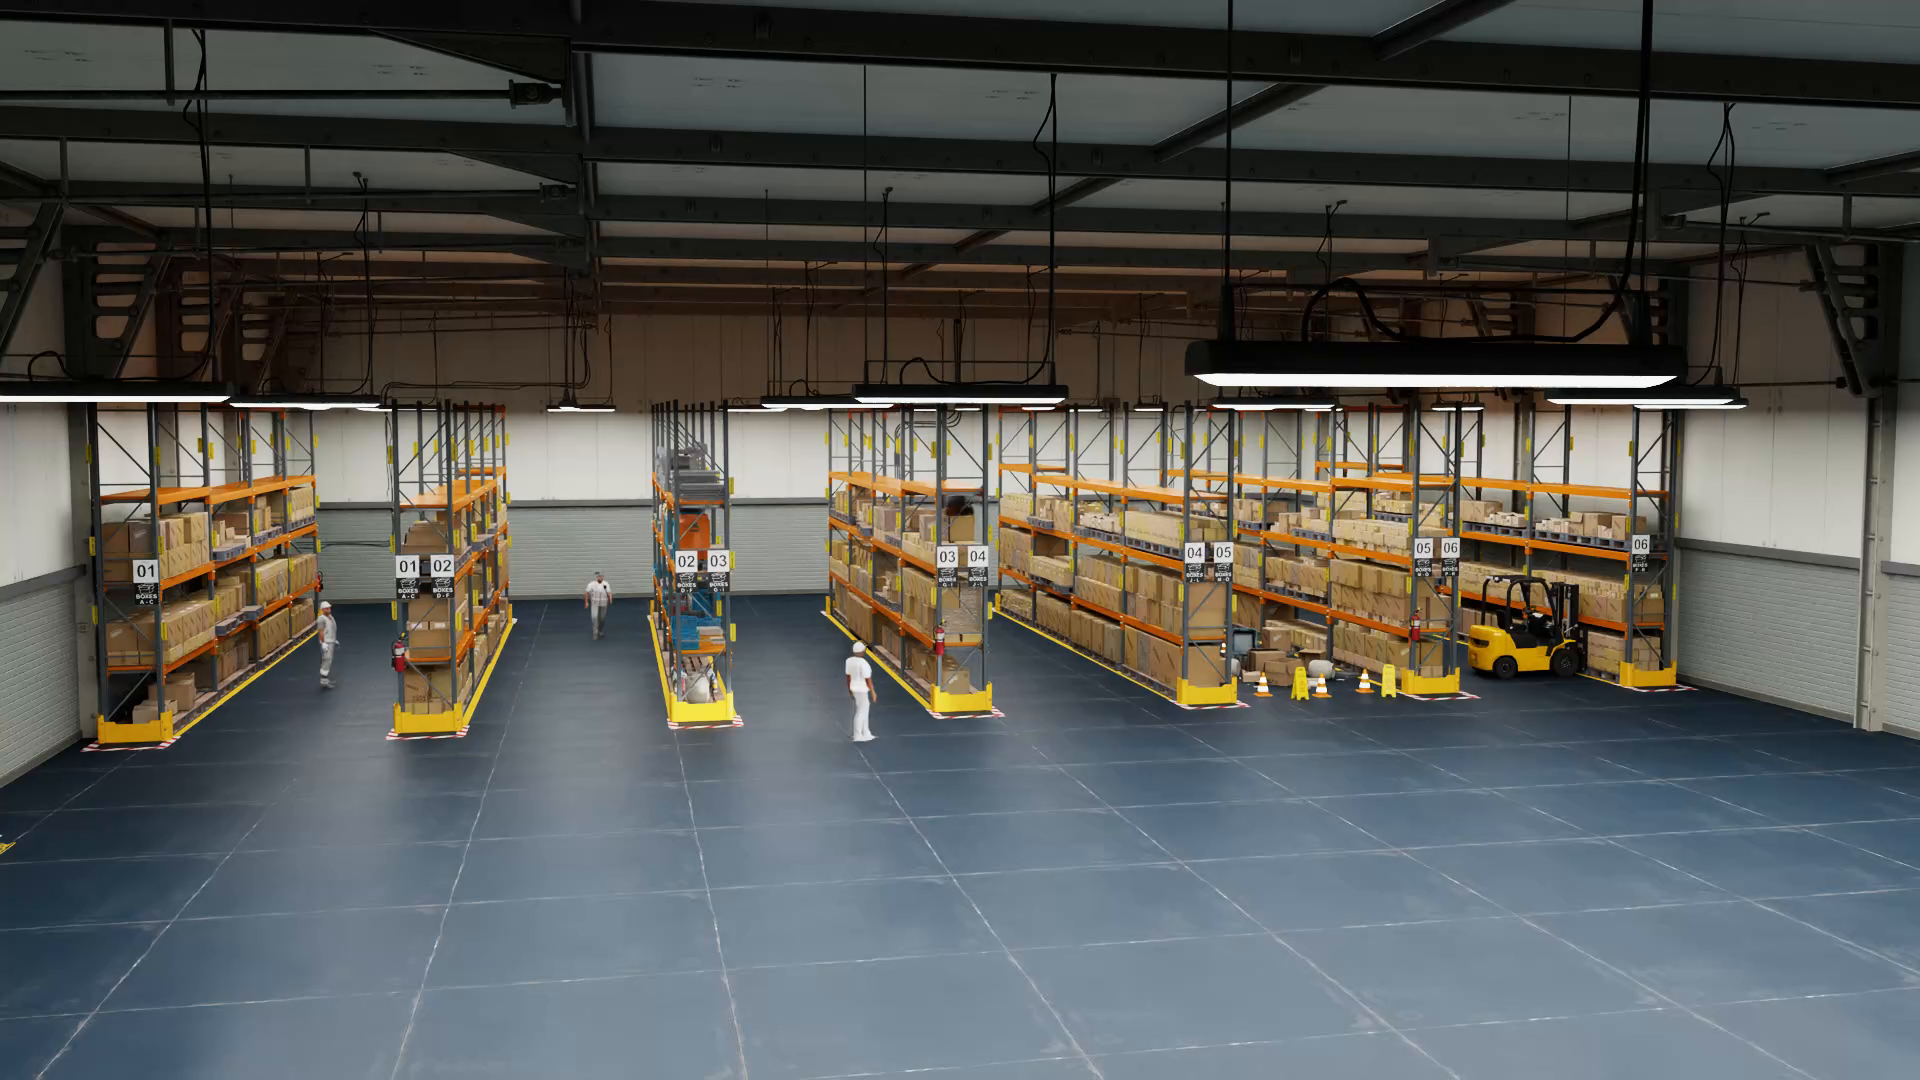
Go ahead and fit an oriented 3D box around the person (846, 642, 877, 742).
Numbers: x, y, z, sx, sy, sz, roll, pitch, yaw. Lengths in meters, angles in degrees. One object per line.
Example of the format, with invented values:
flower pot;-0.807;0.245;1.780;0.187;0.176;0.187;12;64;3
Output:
person;-1.692;2.664;29.180;0.585;1.792;0.604;-1;4;-16

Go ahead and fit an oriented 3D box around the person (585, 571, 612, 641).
person;-9.262;1.661;42.625;0.679;1.764;0.976;-1;4;-12

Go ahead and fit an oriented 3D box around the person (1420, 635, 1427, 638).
person;10.696;1.946;38.395;0.425;1.800;0.601;2;5;19

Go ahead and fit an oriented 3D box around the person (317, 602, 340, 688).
person;-13.298;2.206;35.024;0.423;1.829;0.572;-1;4;-15
